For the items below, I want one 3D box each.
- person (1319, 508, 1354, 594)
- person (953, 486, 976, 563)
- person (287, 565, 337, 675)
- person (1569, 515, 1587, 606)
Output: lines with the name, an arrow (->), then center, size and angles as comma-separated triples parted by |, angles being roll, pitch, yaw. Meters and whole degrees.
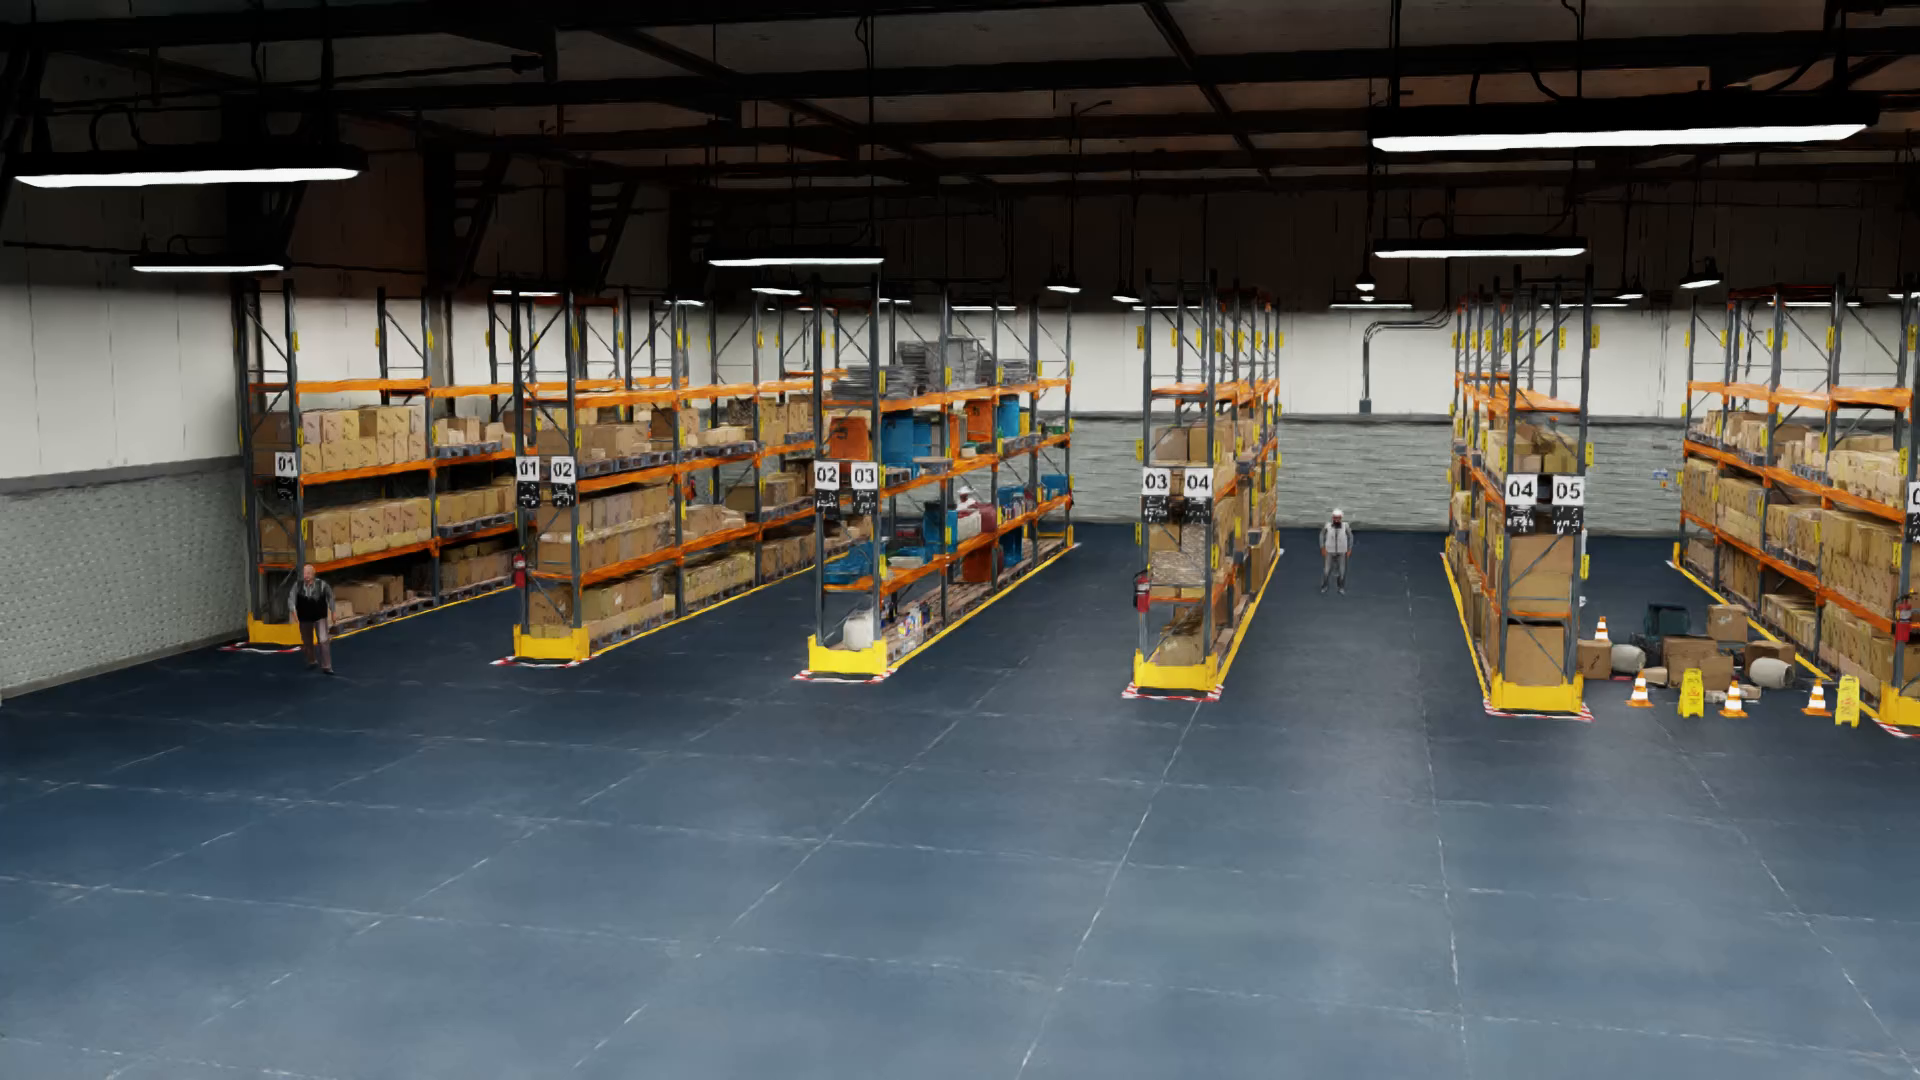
person -> 7.432, 0.216, 32.881 | 0.677, 1.726, 0.574 | 1, 7, 11
person -> 0.148, -0.359, 37.648 | 0.576, 1.738, 0.944 | 4, 8, 32
person -> -9.714, 1.180, 24.993 | 0.682, 1.660, 0.800 | -1, 7, -6
person -> 11.723, 0.322, 31.534 | 0.522, 1.790, 0.652 | -1, 7, -7
